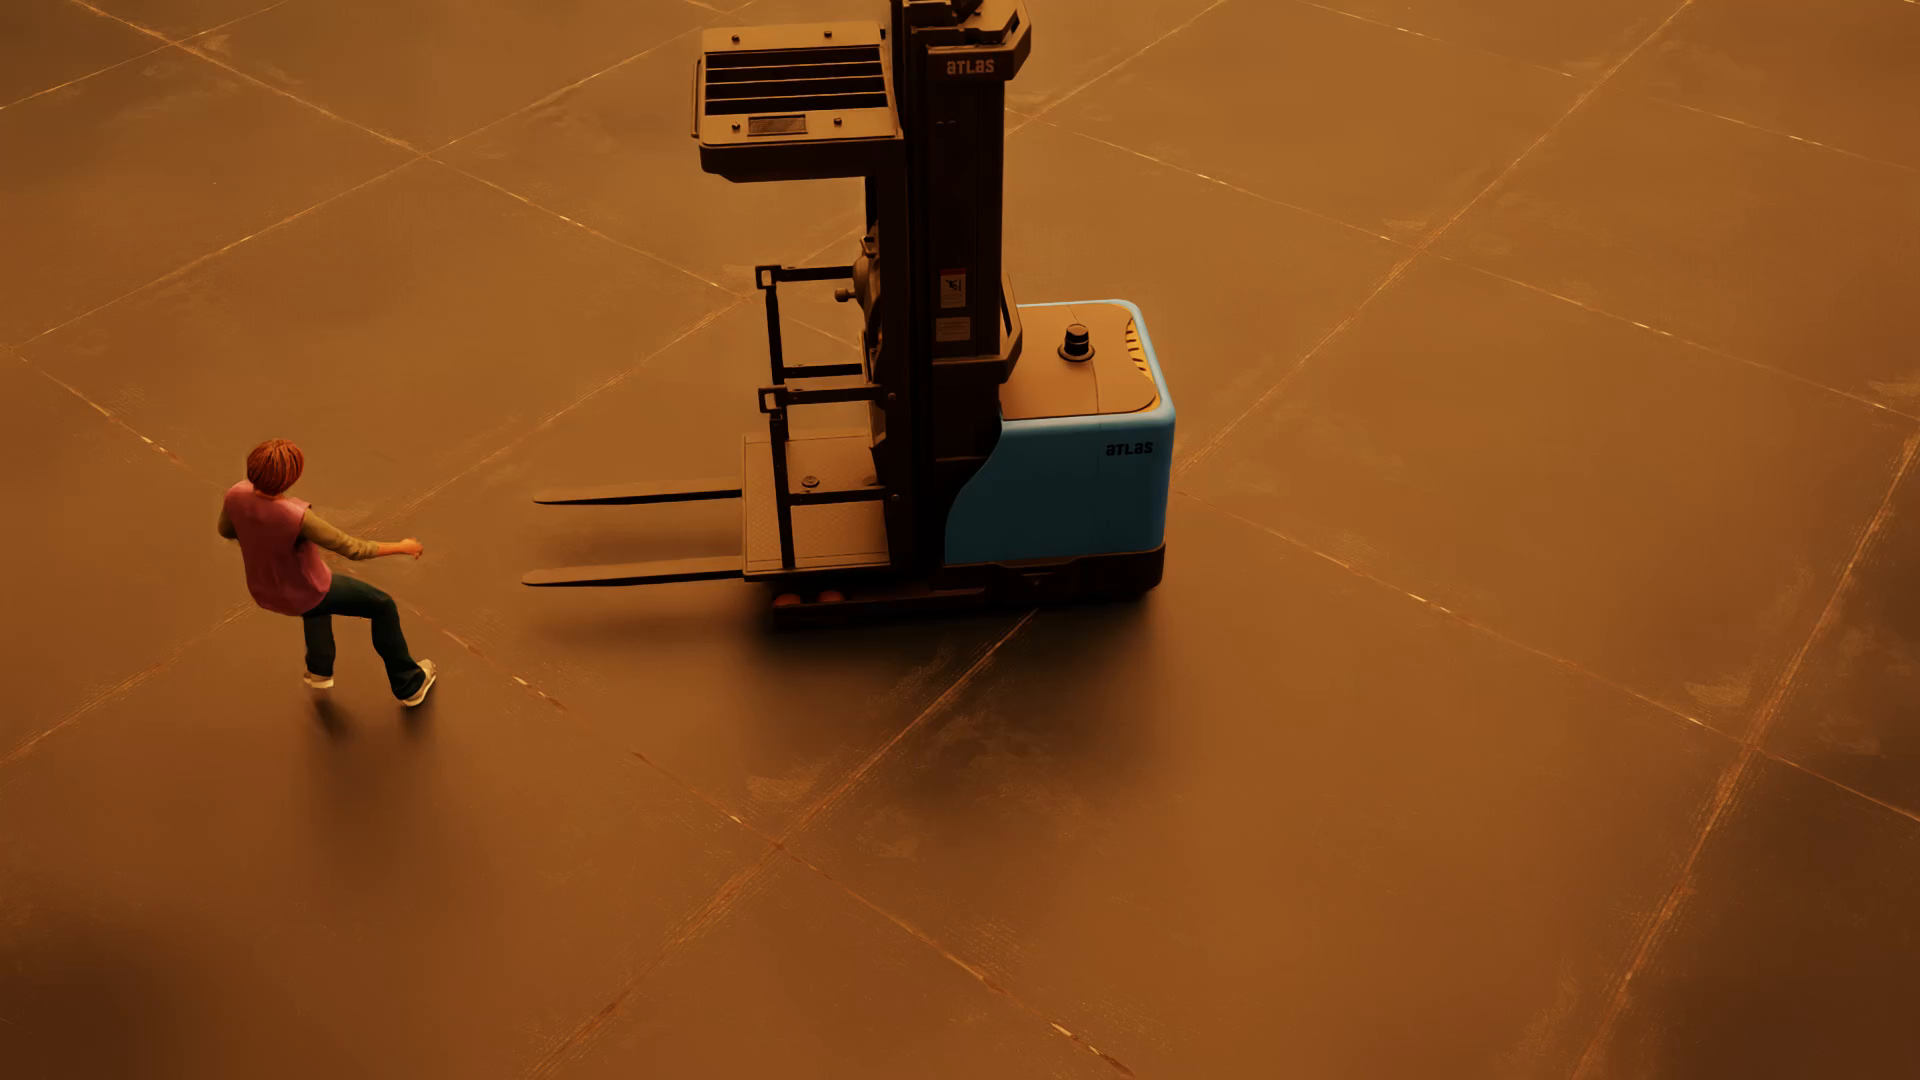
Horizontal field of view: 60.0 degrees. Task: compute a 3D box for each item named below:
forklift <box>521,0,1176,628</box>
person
[{"bbox_3d":[-0.576,-1.063,7.321,3.031,2.935,1.130,-4,41,-5],"label":"forklift"},{"bbox_3d":[-2.707,0.122,7.066,0.705,1.448,0.511,12,42,14],"label":"person"}]
